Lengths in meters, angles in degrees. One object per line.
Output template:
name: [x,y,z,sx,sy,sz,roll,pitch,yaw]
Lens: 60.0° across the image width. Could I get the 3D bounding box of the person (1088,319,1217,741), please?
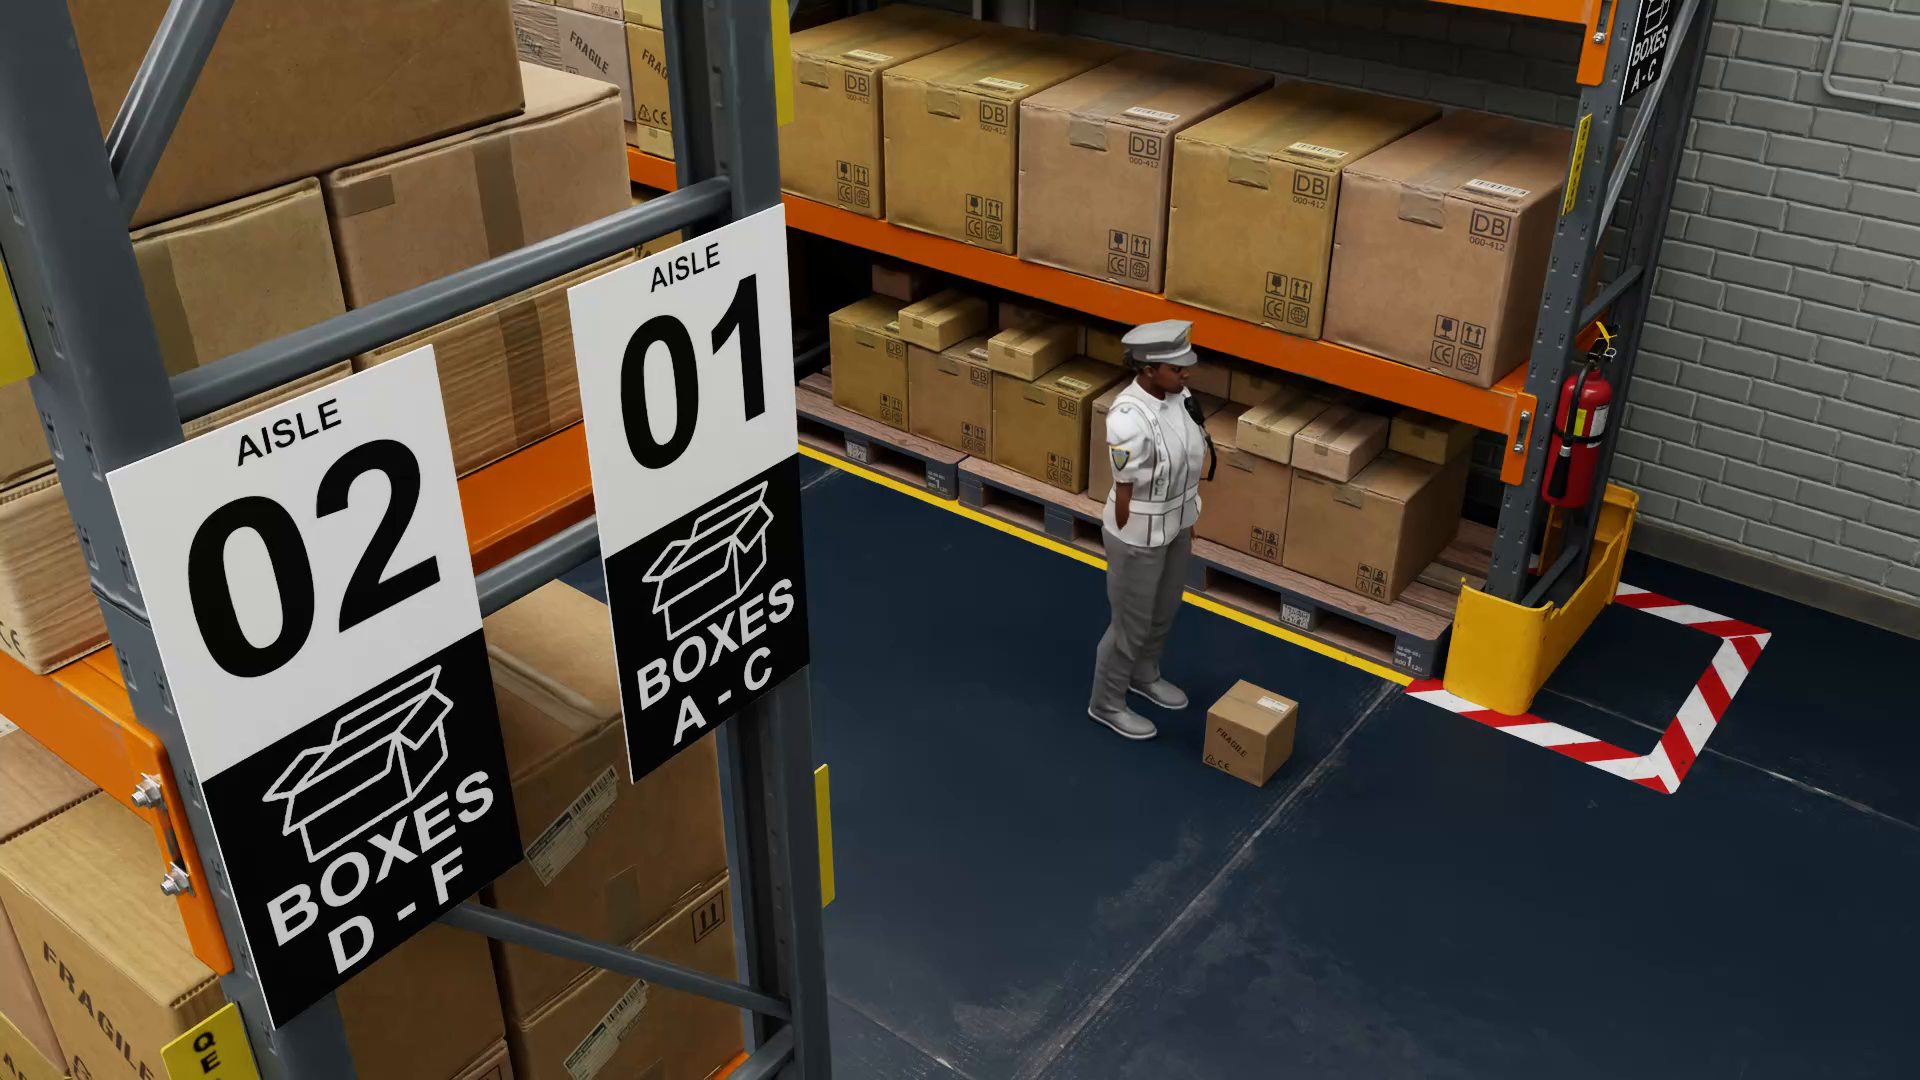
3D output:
person: [0.720,-0.036,6.187,0.340,1.681,0.443,22,38,32]
